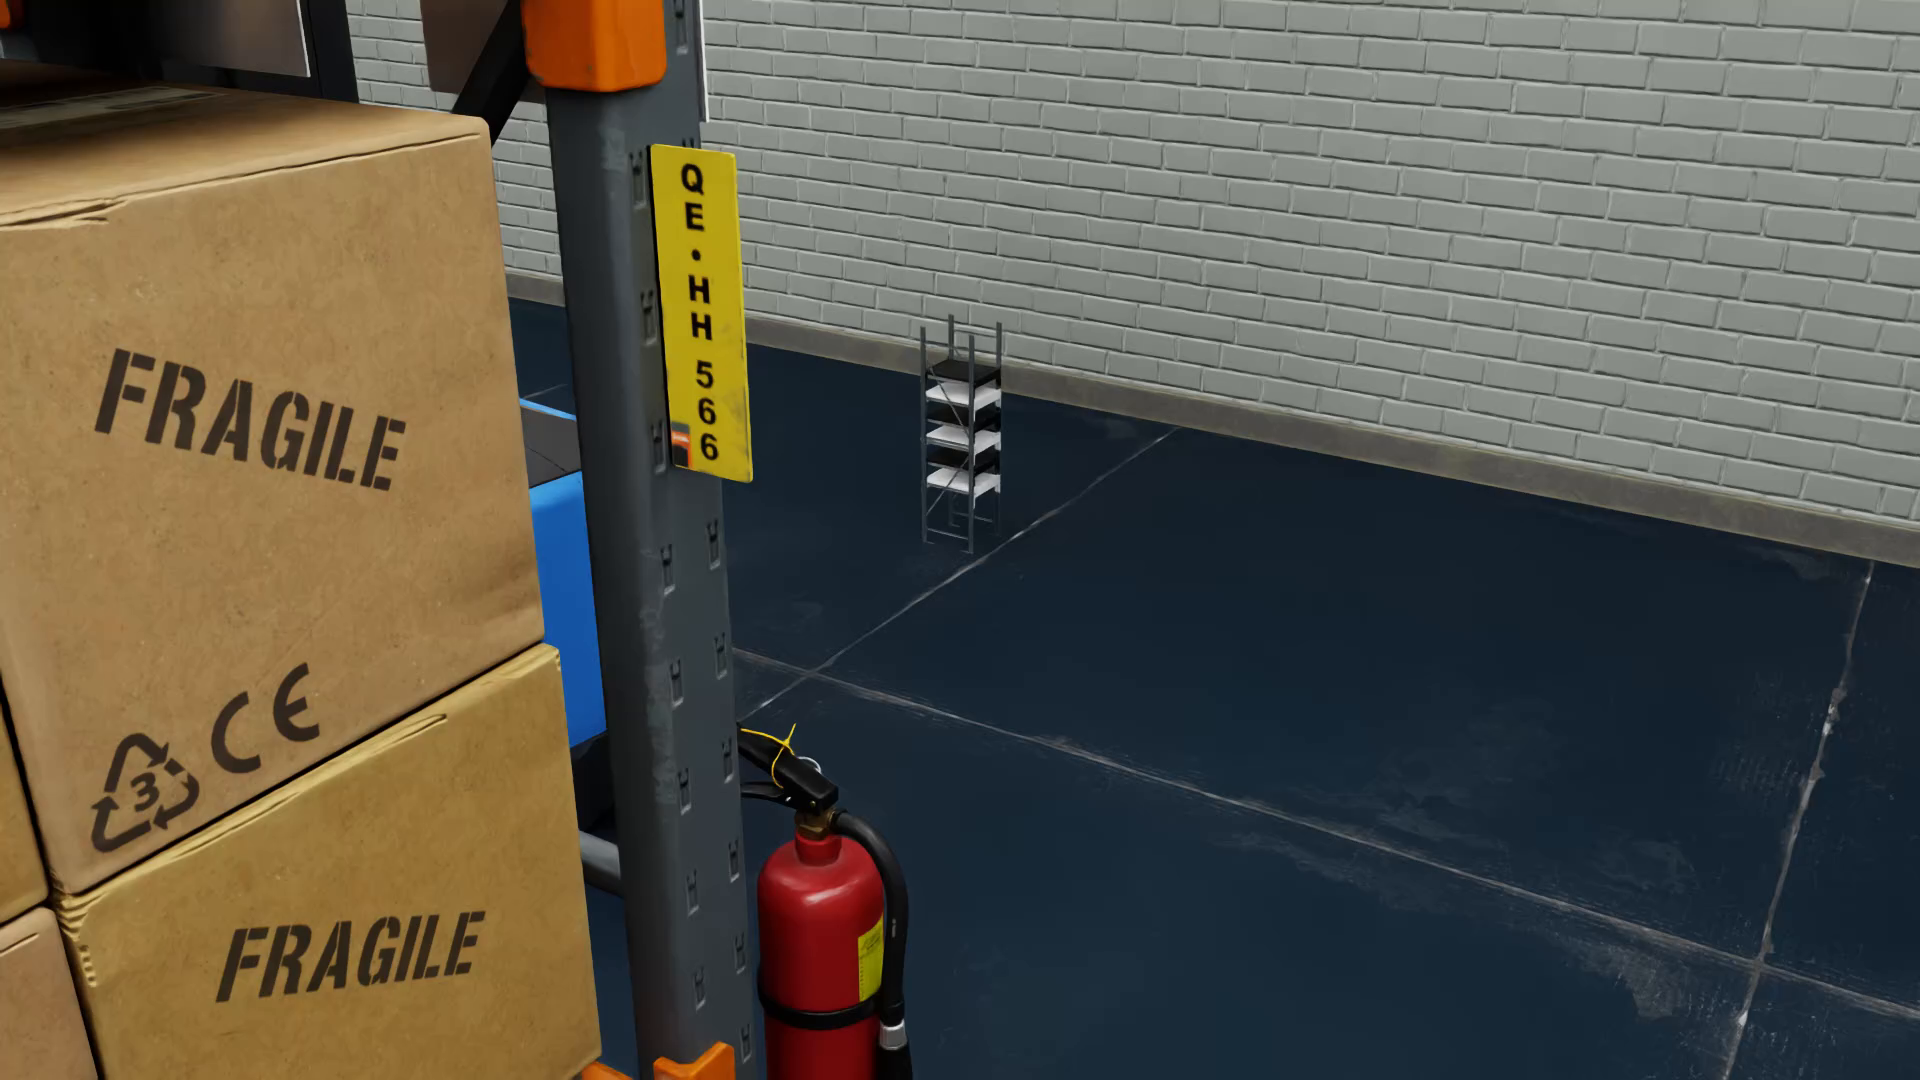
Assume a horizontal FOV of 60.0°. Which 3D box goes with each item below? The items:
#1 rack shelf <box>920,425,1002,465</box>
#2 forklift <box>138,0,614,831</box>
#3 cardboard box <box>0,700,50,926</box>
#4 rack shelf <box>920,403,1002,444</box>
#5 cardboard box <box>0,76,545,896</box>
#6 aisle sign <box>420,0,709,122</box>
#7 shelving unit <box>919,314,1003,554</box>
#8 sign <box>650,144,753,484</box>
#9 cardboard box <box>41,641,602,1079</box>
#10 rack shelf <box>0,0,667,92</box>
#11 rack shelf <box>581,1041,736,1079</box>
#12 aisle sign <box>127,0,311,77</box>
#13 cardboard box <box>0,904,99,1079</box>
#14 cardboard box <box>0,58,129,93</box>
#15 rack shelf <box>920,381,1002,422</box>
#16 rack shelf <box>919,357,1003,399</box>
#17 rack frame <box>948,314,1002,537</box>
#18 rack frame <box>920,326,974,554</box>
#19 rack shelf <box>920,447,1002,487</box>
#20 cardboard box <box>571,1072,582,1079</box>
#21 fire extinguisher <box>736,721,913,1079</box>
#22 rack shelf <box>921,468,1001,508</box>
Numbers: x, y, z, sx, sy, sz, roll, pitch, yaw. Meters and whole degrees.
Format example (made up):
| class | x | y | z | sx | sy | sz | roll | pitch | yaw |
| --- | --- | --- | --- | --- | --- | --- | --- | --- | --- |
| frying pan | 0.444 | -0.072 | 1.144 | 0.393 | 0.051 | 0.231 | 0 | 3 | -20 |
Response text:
| class | x | y | z | sx | sy | sz | roll | pitch | yaw |
| --- | --- | --- | --- | --- | --- | --- | --- | --- | --- |
| rack shelf | 0.004 | -0.385 | 6.591 | 0.258 | 0.077 | 0.200 | 14 | 27 | 29 |
| forklift | -2.114 | -0.292 | 3.736 | 1.130 | 2.935 | 3.031 | 18 | 29 | 35 |
| cardboard box | -1.008 | 0.074 | 1.046 | 0.500 | 0.500 | 0.500 | 13 | 27 | 27 |
| rack shelf | 0.004 | -0.468 | 6.555 | 0.258 | 0.077 | 0.200 | 14 | 27 | 29 |
| cardboard box | -0.741 | -0.097 | 1.441 | 0.500 | 0.500 | 0.500 | 13 | 27 | 28 |
| aisle sign | -0.418 | -0.818 | 1.591 | 0.394 | 0.787 | 0.004 | 14 | 27 | 29 |
| shelving unit | 0.004 | -0.416 | 6.578 | 0.258 | 0.900 | 0.210 | 14 | 27 | 29 |
| sign | -0.250 | -0.216 | 1.618 | 0.100 | 0.325 | 0.005 | 14 | 27 | 29 |
| cardboard box | -0.729 | 0.360 | 1.641 | 0.500 | 0.500 | 0.500 | 14 | 27 | 30 |
| rack shelf | -1.766 | -0.034 | 0.183 | 1.077 | 0.370 | 4.000 | 14 | 27 | 29 |
| rack shelf | -1.766 | 1.342 | 0.779 | 1.077 | 0.370 | 4.000 | 14 | 27 | 29 |
| aisle sign | -0.927 | -0.943 | 1.881 | 0.394 | 0.787 | 0.004 | 14 | 27 | 29 |
| cardboard box | -1.006 | 0.533 | 1.242 | 0.500 | 0.500 | 0.500 | 13 | 27 | 28 |
| cardboard box | -1.173 | -0.208 | 1.696 | 0.500 | 0.500 | 0.500 | 14 | 27 | 29 |
| rack shelf | 0.004 | -0.550 | 6.519 | 0.258 | 0.077 | 0.200 | 14 | 27 | 29 |
| rack shelf | 0.004 | -0.633 | 6.484 | 0.258 | 0.077 | 0.200 | 14 | 27 | 29 |
| rack frame | 0.058 | -0.450 | 6.657 | 0.240 | 0.900 | 0.006 | 14 | 27 | 29 |
| rack frame | -0.049 | -0.381 | 6.498 | 0.240 | 0.900 | 0.006 | 14 | 27 | 29 |
| rack shelf | 0.004 | -0.303 | 6.627 | 0.258 | 0.077 | 0.200 | 14 | 27 | 29 |
| cardboard box | -0.643 | 0.622 | 1.854 | 0.380 | 0.149 | 0.250 | 14 | 27 | 29 |
| fire extinguisher | -0.186 | 0.556 | 2.258 | 0.296 | 0.674 | 0.183 | 14 | 27 | 29 |
| rack shelf | 0.004 | -0.220 | 6.662 | 0.258 | 0.077 | 0.200 | 14 | 27 | 29 |
